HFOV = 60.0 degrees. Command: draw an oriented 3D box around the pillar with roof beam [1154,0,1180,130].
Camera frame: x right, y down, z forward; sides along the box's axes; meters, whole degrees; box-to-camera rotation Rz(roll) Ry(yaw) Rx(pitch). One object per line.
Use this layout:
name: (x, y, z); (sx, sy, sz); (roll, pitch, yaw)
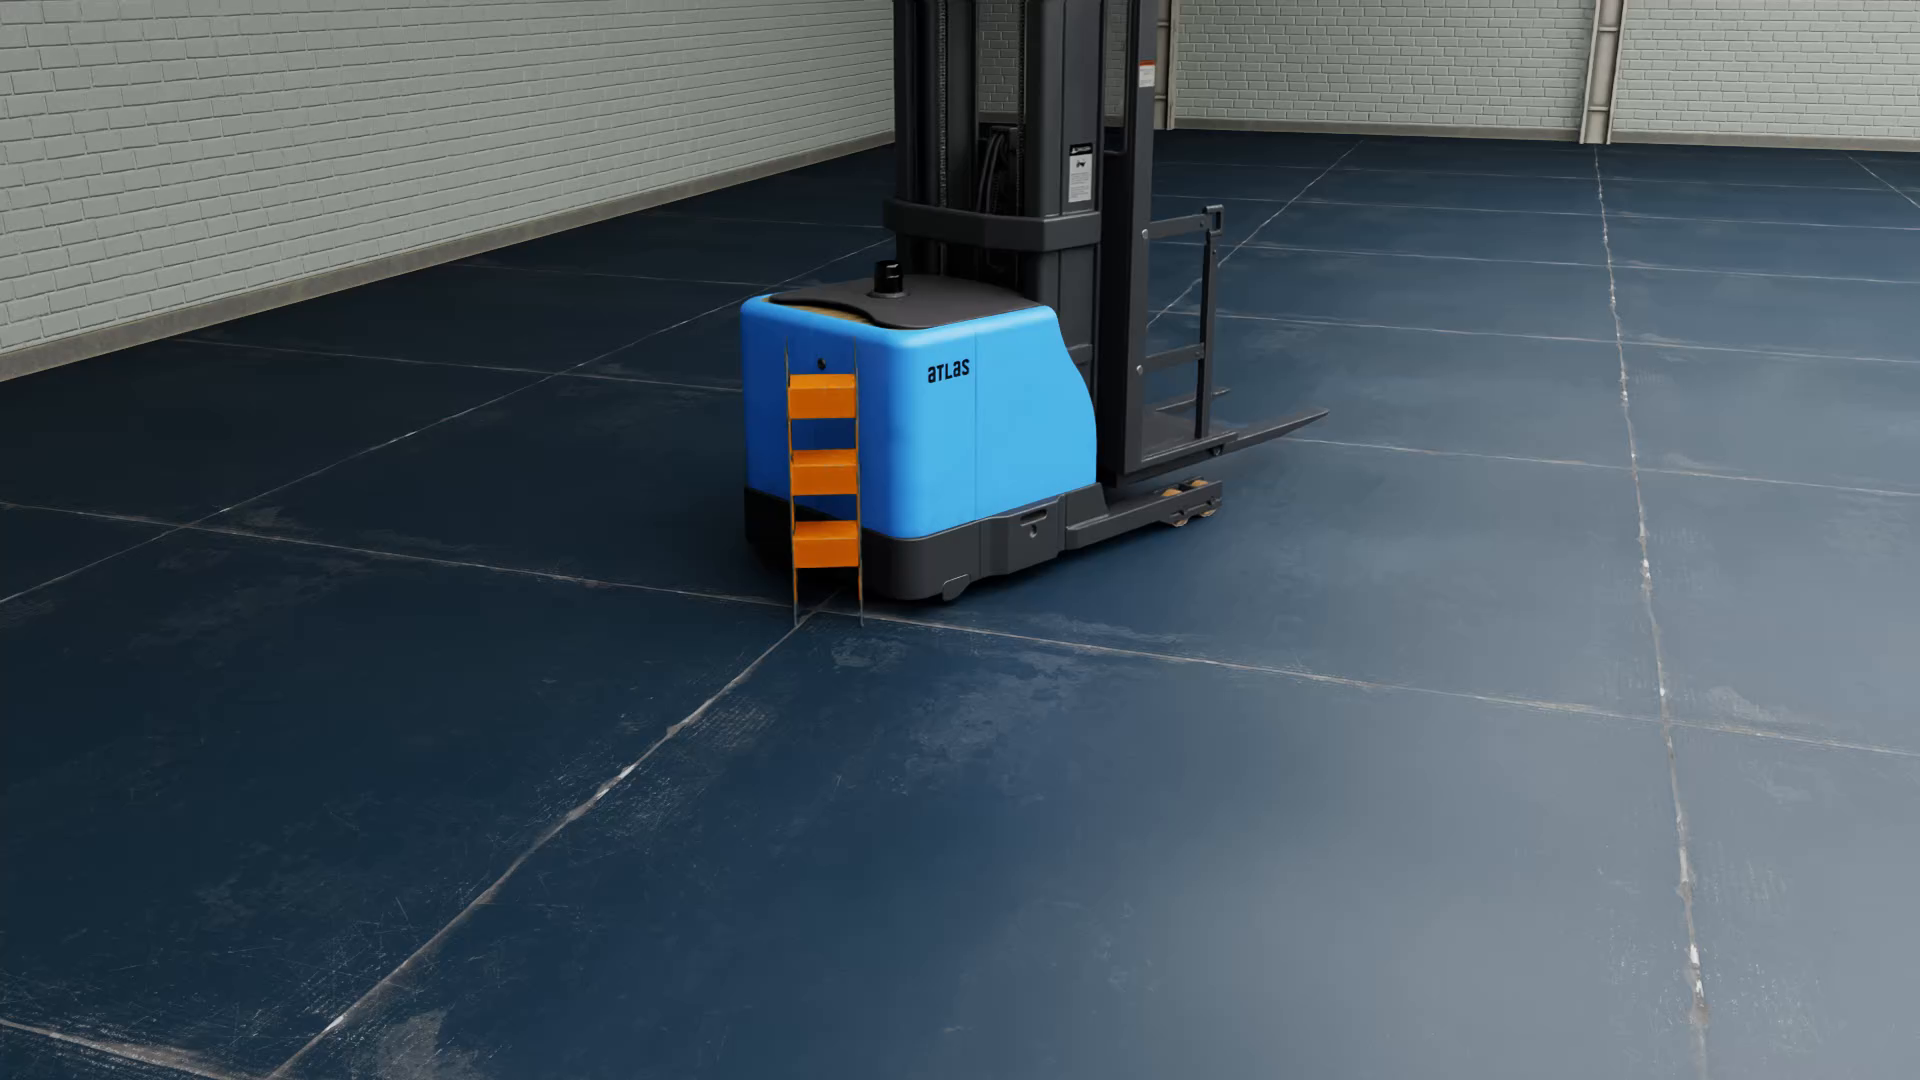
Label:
pillar with roof beam: (1.502, -8.934, 19.034); (0.400, 9.000, 9.100); (7, 20, 18)

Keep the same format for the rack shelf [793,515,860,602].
rack shelf: (-0.494, 0.067, 6.165); (0.240, 0.259, 0.215); (-2, 19, -4)

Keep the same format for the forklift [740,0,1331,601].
forklift: (0.523, -1.547, 7.062); (3.031, 2.935, 1.130); (-18, 26, -41)

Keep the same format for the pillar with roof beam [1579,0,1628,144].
pillar with roof beam: (7.170, -8.285, 17.174); (0.400, 9.000, 9.100); (7, 20, 18)

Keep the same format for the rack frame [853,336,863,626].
rack frame: (-0.373, -0.209, 6.080); (0.008, 1.050, 0.200); (-2, 19, -4)

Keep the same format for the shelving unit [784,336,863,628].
shelving unit: (-0.494, -0.205, 6.070); (0.252, 1.050, 0.215); (-2, 19, -4)

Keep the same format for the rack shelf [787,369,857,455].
rack shelf: (-0.494, -0.463, 5.980); (0.240, 0.259, 0.215); (-2, 19, -4)

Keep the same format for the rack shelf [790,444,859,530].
rack shelf: (-0.494, -0.195, 6.073); (0.240, 0.259, 0.215); (-2, 19, -4)

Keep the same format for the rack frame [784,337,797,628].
rack frame: (-0.616, -0.202, 6.060); (0.008, 1.050, 0.200); (-2, 19, -4)
